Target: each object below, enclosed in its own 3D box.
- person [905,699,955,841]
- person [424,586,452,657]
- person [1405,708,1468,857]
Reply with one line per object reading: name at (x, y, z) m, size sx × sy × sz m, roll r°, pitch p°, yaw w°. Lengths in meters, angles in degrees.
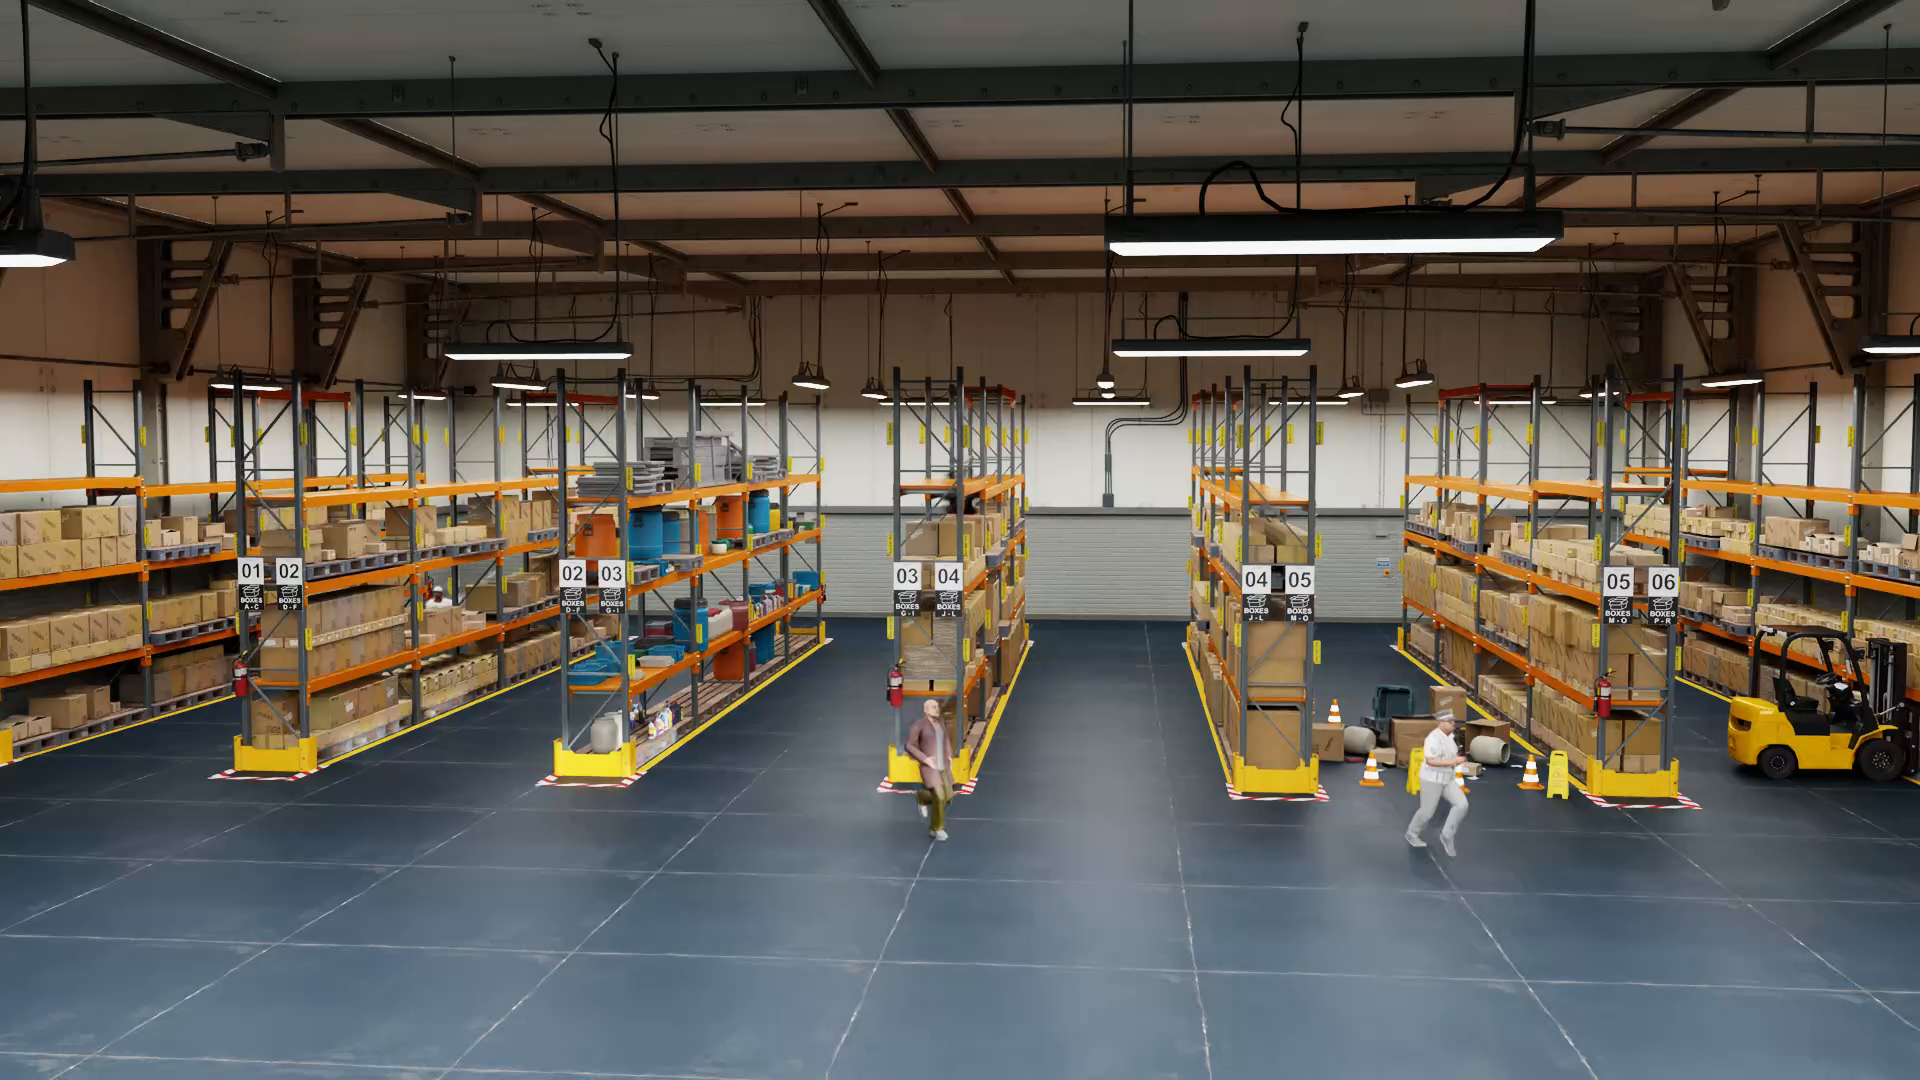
person at (-0.379, 2.853, 20.839) m, size 0.714 × 1.733 × 0.742 m, roll 3°, pitch 5°, yaw 43°
person at (-11.356, 1.876, 36.207) m, size 0.682 × 1.733 × 0.617 m, roll 0°, pitch 4°, yaw -1°
person at (5.723, 2.892, 19.922) m, size 0.689 × 1.811 × 0.858 m, roll -3°, pitch 5°, yaw -42°
